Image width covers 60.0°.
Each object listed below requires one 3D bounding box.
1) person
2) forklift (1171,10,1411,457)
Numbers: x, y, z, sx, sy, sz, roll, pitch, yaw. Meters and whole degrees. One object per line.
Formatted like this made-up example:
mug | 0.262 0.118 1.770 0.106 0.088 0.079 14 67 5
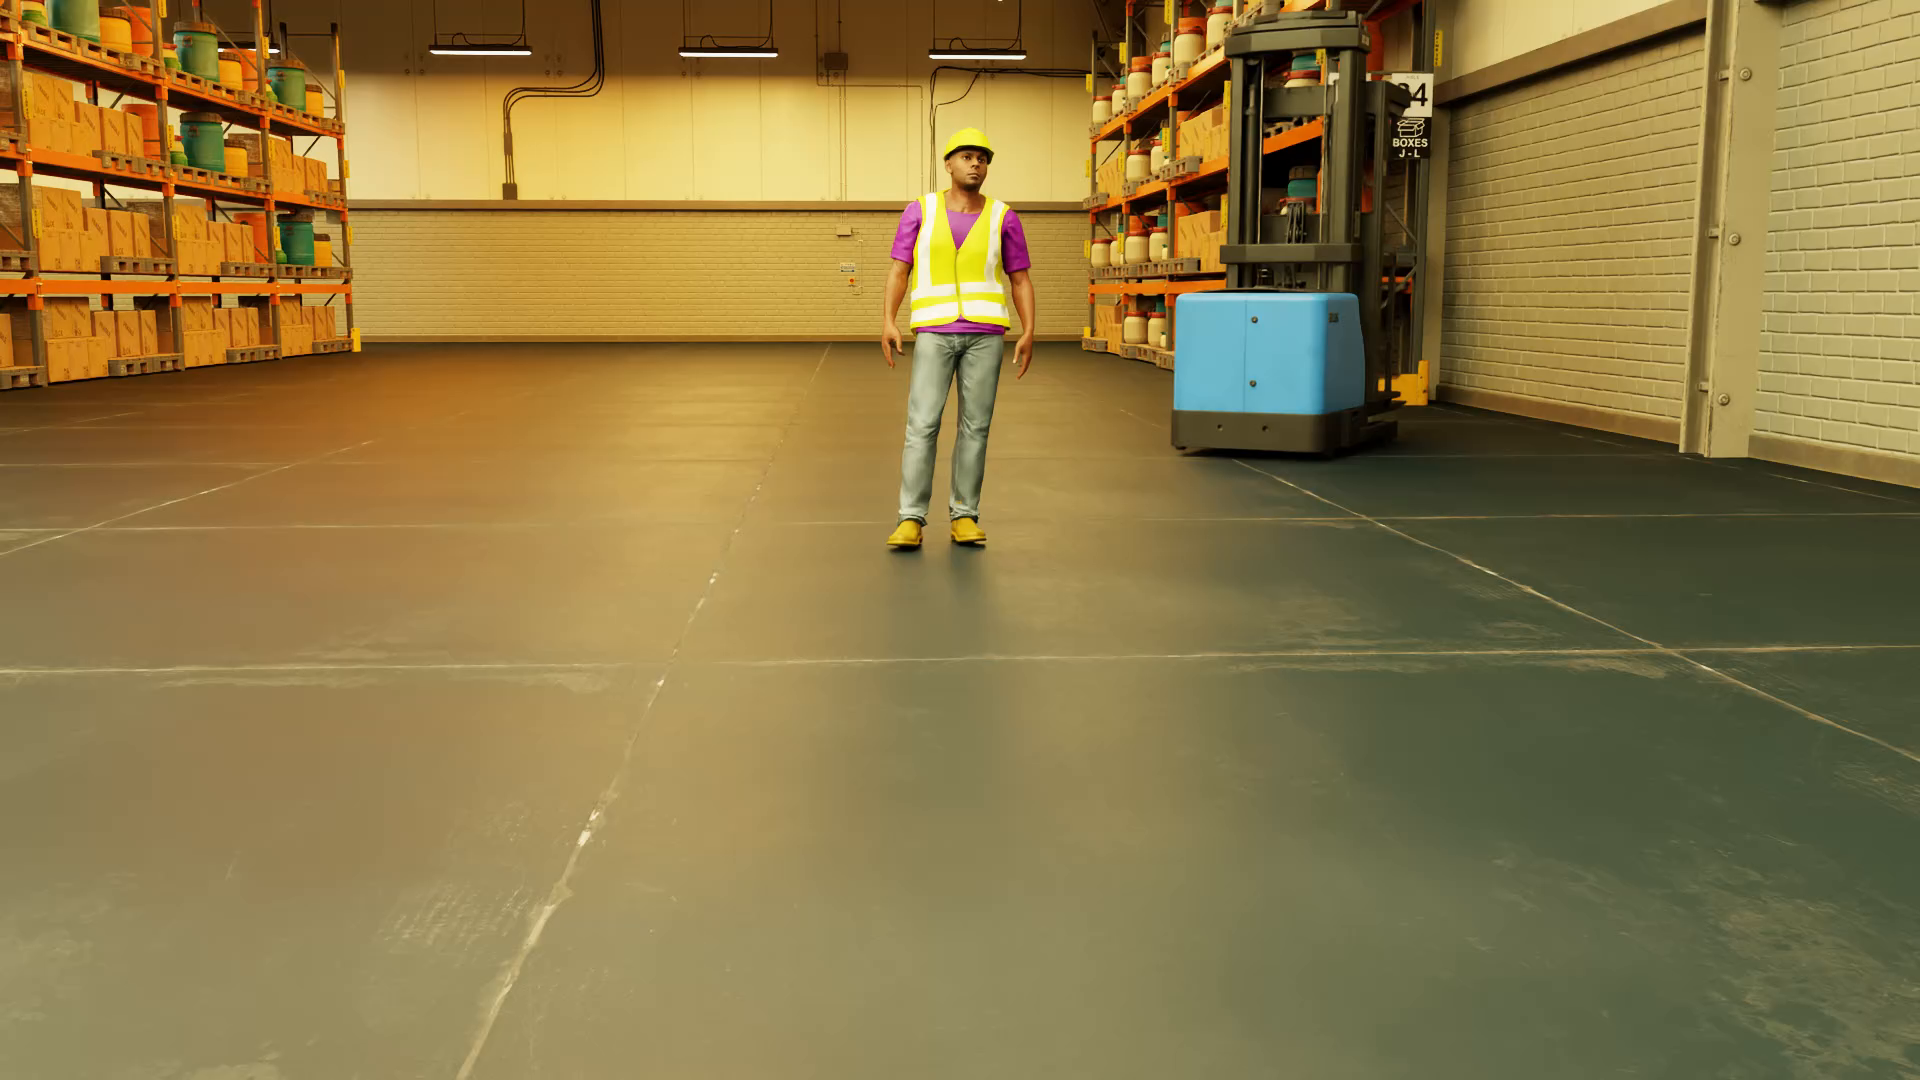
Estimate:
person | -0.001 -0.870 7.109 0.665 1.768 0.574 -1 8 -4
forklift | 2.540 -2.161 11.885 1.130 2.935 3.031 4 10 28
